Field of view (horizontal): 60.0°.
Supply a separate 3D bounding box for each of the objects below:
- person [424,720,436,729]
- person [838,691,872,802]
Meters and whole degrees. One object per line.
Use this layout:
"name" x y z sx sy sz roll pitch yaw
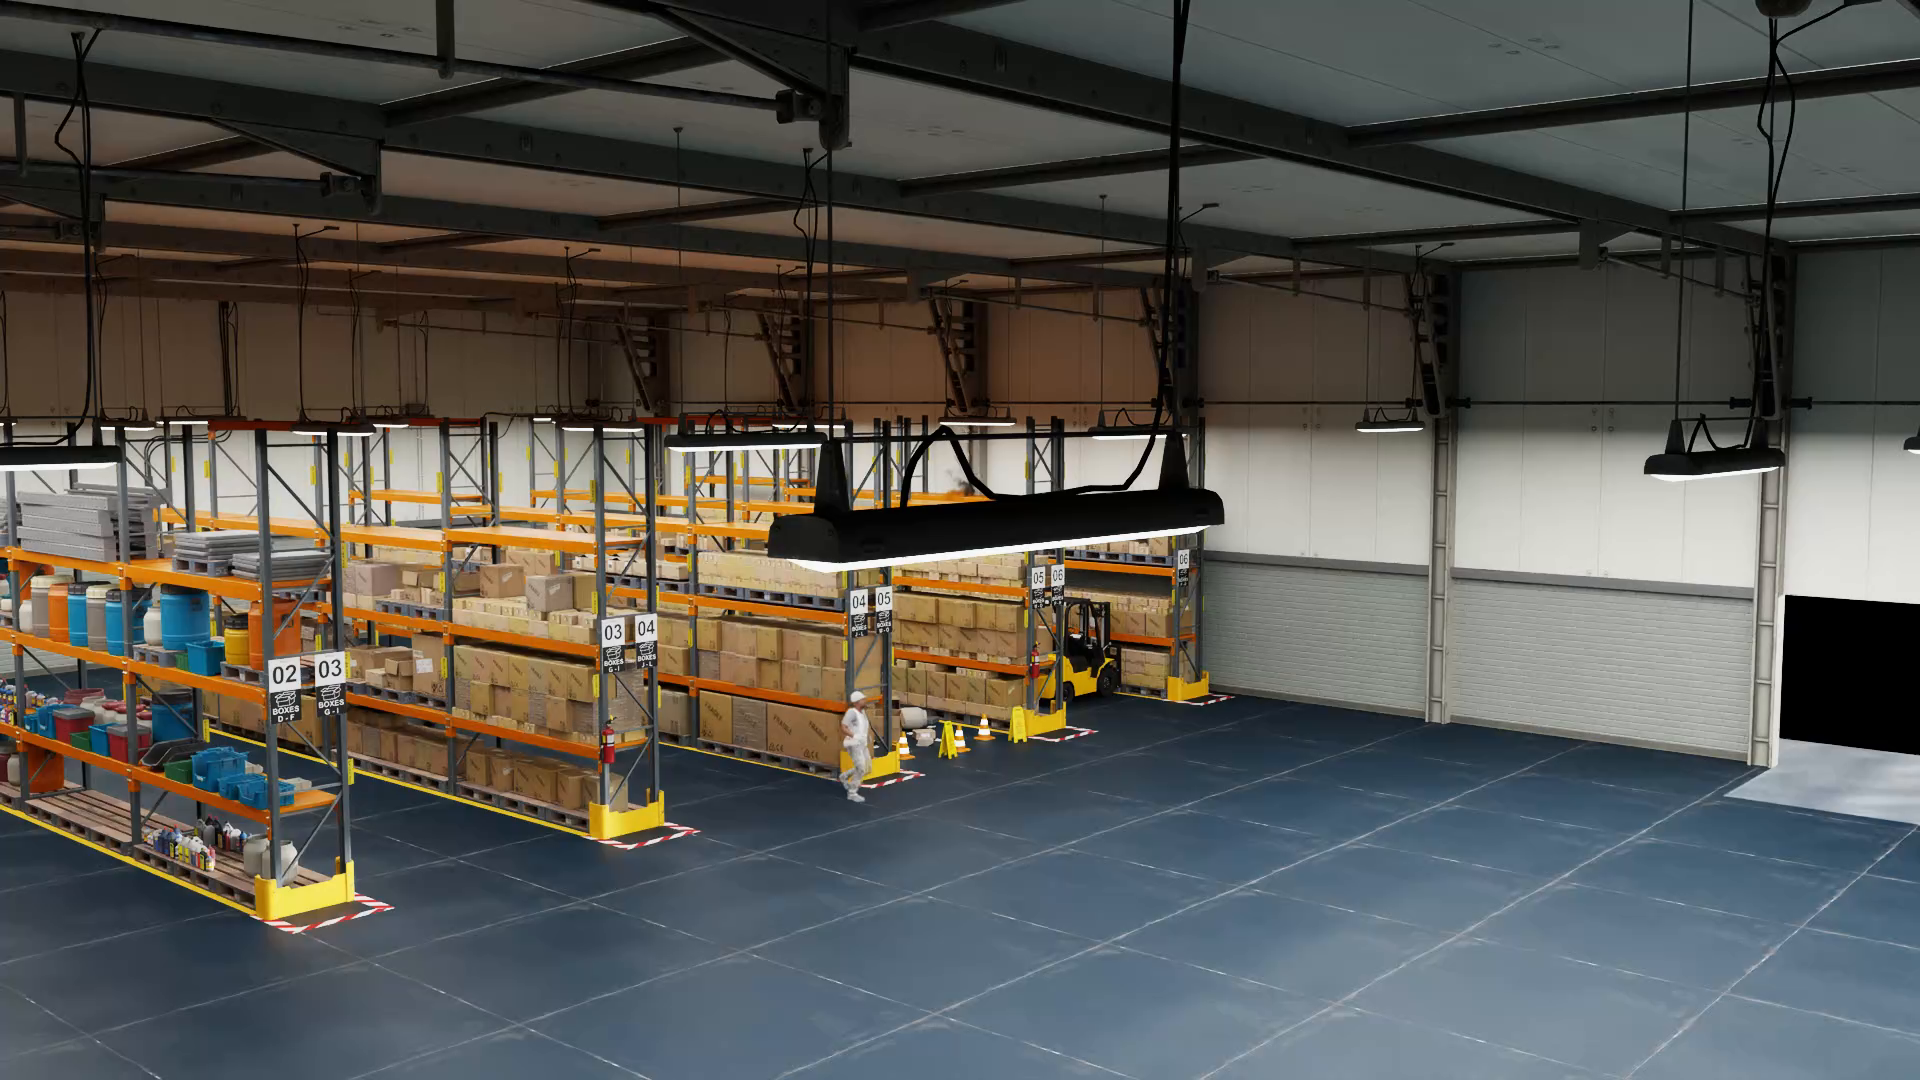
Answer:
"person" -9.801 2.966 30.991 0.588 1.608 0.637 5 7 44
"person" -1.688 3.275 26.650 0.579 1.702 0.692 2 5 21
